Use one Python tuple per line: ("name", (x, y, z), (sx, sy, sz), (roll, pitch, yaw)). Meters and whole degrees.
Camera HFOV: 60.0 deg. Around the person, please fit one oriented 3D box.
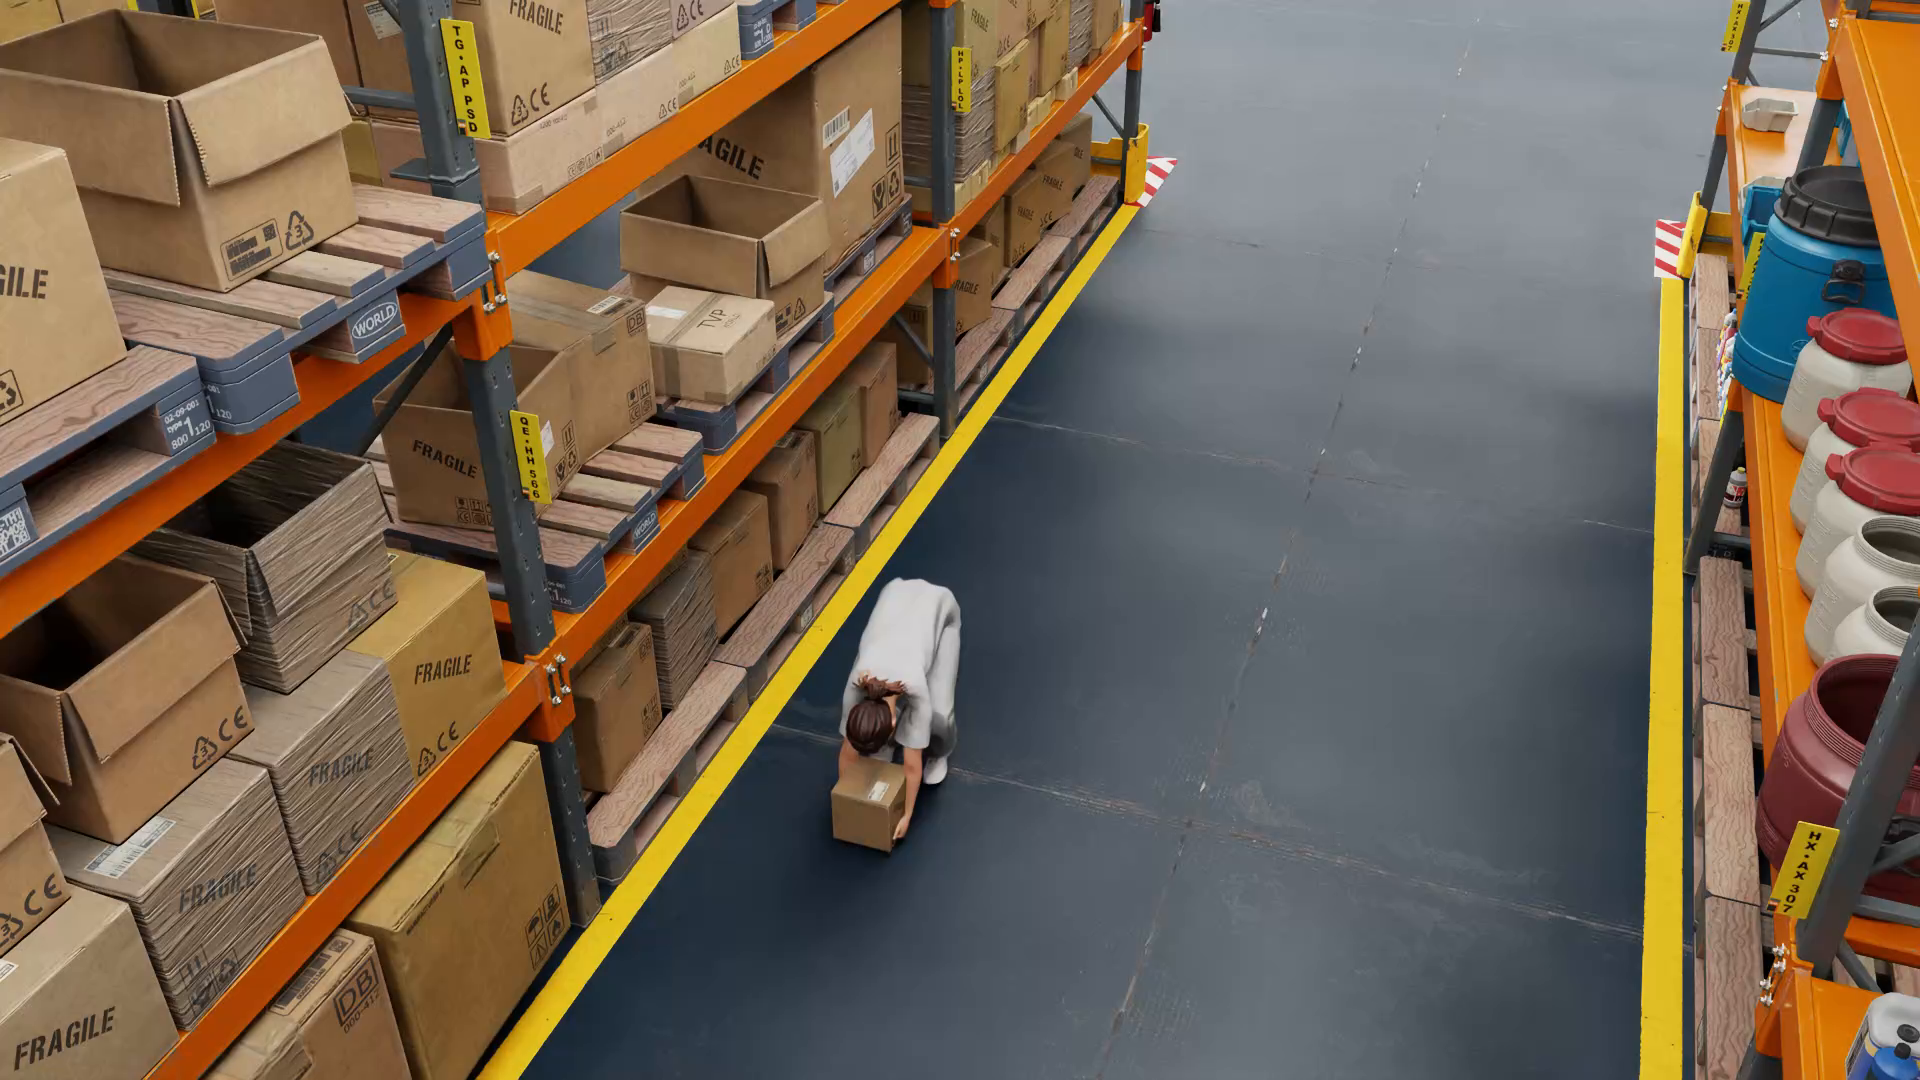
("person", (-0.266, 0.638, 6.788), (0.446, 0.998, 0.866), (10, 35, 14))
